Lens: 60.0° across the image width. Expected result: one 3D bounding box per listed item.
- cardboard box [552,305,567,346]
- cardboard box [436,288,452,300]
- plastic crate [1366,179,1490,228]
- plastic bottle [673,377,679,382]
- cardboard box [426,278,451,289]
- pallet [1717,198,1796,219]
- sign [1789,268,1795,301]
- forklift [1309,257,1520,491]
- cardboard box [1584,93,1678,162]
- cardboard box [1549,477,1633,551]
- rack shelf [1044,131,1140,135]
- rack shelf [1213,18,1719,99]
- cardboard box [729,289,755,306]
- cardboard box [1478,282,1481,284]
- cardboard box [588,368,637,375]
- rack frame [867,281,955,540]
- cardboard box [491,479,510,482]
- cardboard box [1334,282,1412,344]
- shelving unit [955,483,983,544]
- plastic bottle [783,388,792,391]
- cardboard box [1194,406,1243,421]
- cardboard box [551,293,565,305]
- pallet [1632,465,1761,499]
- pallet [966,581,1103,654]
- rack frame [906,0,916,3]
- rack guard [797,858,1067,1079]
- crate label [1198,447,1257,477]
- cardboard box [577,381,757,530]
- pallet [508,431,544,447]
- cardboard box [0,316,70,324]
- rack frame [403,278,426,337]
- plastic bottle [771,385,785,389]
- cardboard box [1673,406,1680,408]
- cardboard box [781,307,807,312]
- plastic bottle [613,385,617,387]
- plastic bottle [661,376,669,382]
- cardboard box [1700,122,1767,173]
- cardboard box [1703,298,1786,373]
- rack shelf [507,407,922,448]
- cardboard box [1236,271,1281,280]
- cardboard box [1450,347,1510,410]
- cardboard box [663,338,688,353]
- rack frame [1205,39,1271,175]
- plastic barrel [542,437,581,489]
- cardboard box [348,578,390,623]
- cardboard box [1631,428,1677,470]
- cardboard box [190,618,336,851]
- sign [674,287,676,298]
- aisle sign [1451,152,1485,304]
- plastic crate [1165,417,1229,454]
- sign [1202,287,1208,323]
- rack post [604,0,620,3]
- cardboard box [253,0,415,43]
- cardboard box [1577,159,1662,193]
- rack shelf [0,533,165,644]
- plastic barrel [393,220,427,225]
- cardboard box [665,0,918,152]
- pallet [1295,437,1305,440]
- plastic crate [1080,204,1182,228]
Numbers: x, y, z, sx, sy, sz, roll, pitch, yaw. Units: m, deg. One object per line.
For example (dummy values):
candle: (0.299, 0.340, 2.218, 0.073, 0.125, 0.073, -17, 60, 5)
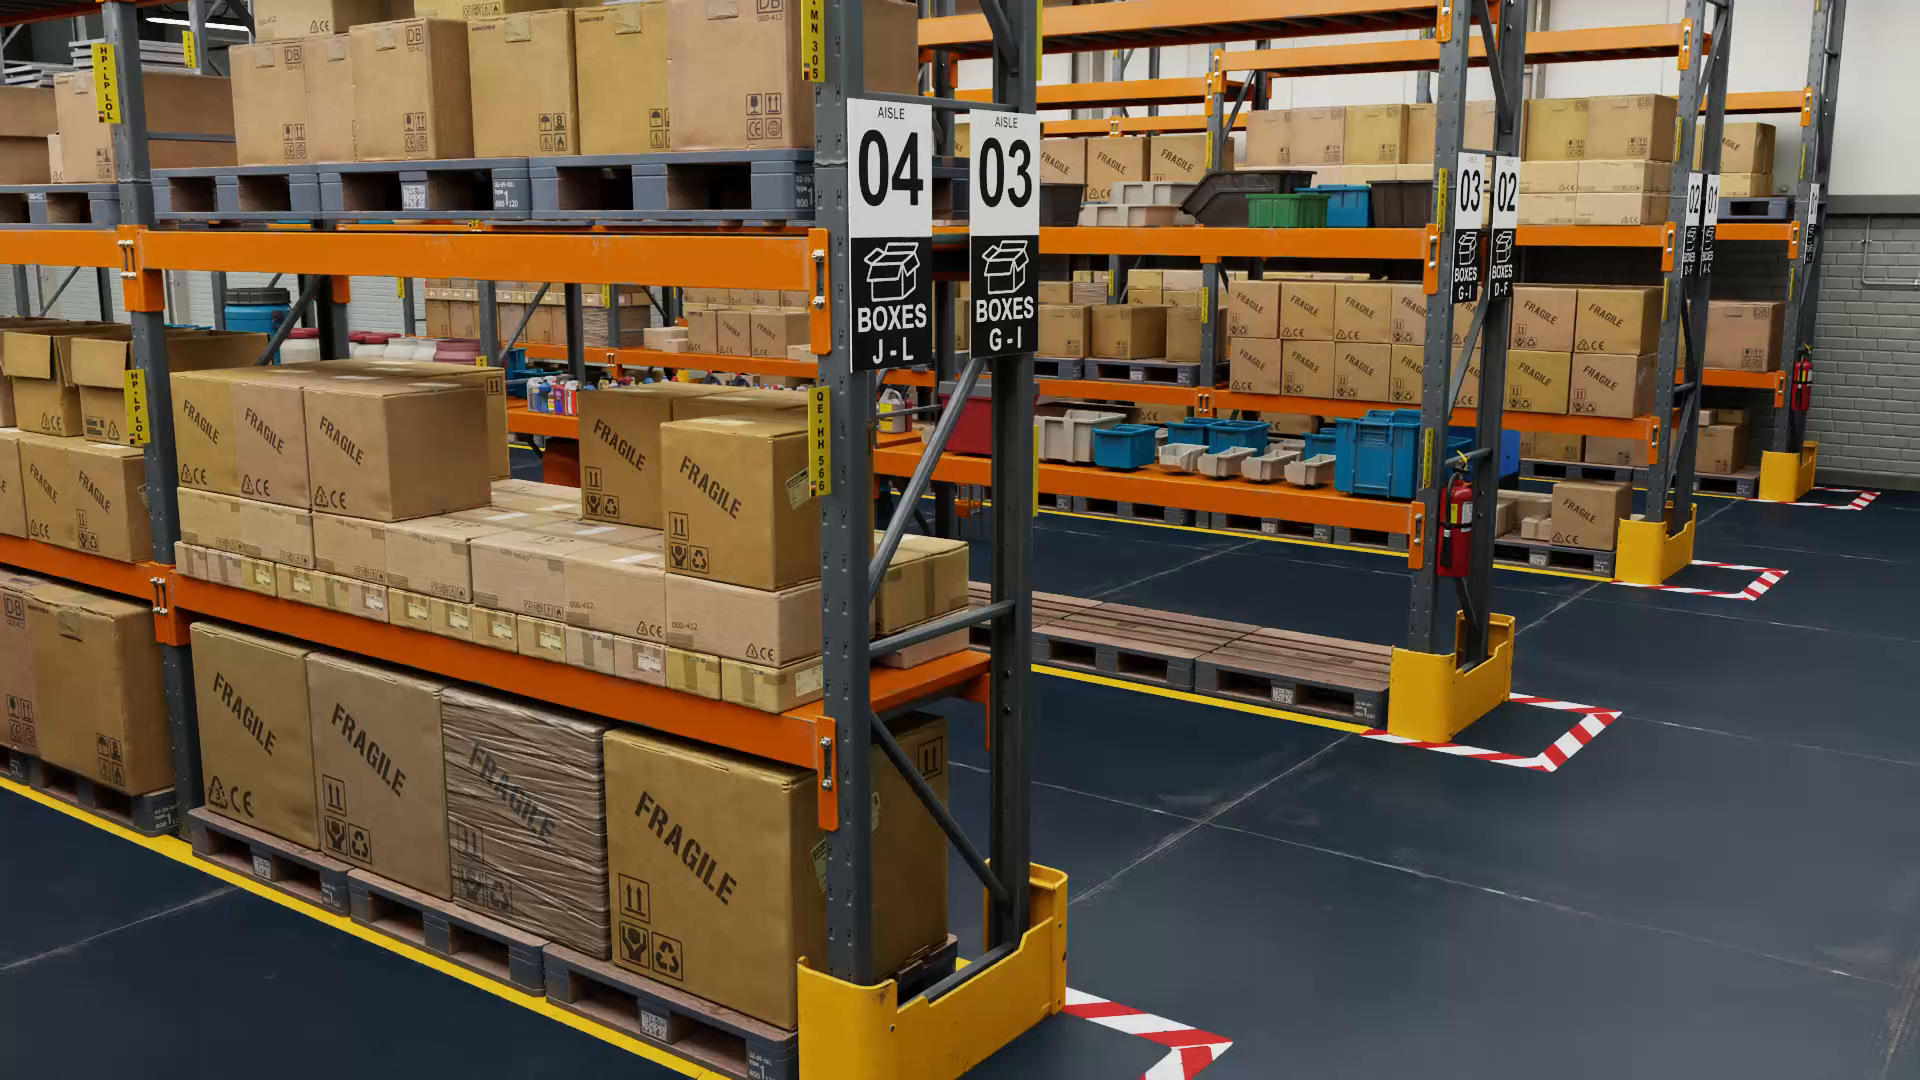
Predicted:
cardboard box: (-4.682, -2.713, 20.892, 0.500, 0.500, 0.700, 8, 13, 35)
cardboard box: (-6.712, -3.267, 22.051, 0.250, 0.149, 0.380, 8, 13, 34)
plastic crate: (2.700, -1.944, 9.628, 0.590, 0.269, 0.497, 8, 13, 36)
plastic bottle: (-2.219, -1.091, 12.899, 0.185, 0.351, 0.144, 8, 13, 36)
cardboard box: (-6.704, -3.632, 22.227, 0.500, 0.500, 0.700, 8, 14, 36)
pallet: (8.106, -3.477, 17.442, 1.213, 0.211, 1.003, 8, 13, 36)
sign: (8.378, -2.569, 16.742, 0.005, 0.325, 0.100, 8, 13, 36)
forklift: (4.240, -1.937, 17.325, 3.031, 2.935, 1.130, 8, 13, 34)
cardboard box: (5.357, -3.275, 13.270, 0.500, 0.500, 0.700, 8, 13, 36)
cardboard box: (5.197, -0.220, 13.690, 0.500, 0.500, 0.500, 8, 13, 36)
rack shelf: (0.650, -5.582, 22.625, 3.809, 0.124, 0.919, 8, 13, 36)
rack shelf: (4.169, -4.023, 14.035, 4.000, 0.370, 1.077, 8, 13, 36)
cardboard box: (-3.174, -3.854, 25.419, 0.500, 0.500, 0.500, 7, 13, 34)
cardboard box: (4.343, -2.009, 14.622, 0.500, 0.500, 0.500, 8, 13, 35)
cardboard box: (-4.487, -1.936, 21.299, 0.500, 0.500, 0.500, 8, 13, 36)
rack frame: (-0.378, -0.899, 11.780, 0.127, 3.000, 1.000, 8, 13, 36)
cardboard box: (-2.380, -0.146, 7.499, 0.500, 0.250, 0.500, 8, 14, 37)
cardboard box: (3.600, -1.985, 14.498, 0.500, 0.500, 0.500, 7, 13, 34)
shelving unit: (0.043, -0.509, 14.899, 0.252, 1.050, 0.215, 8, 13, 36)
plastic bottle: (-1.362, -1.029, 12.780, 0.135, 0.276, 0.152, 8, 13, 36)
cardboard box: (3.479, -1.814, 21.064, 0.750, 0.750, 0.750, 8, 13, 35)
cardboard box: (-4.860, -3.008, 20.712, 0.250, 0.149, 0.380, 8, 13, 35)
pallet: (8.019, -0.675, 17.963, 1.213, 0.211, 1.003, 8, 13, 36)
pallet: (0.237, 0.547, 11.649, 1.213, 0.211, 1.003, 8, 13, 36)
rack frame: (-0.962, -6.261, 23.699, 0.127, 3.000, 1.000, 8, 13, 36)
rack guard: (-0.067, 1.539, 5.760, 0.348, 0.500, 1.175, 8, 13, 36)
crate label: (1.617, -0.476, 10.128, 0.243, 0.136, 0.396, 8, 13, 36)
cardboard box: (-1.137, -0.341, 6.531, 0.500, 0.500, 0.500, 7, 13, 34)
pallet: (-5.495, -1.420, 21.816, 1.213, 0.211, 1.003, 8, 13, 36)
cardboard box: (-5.431, -0.974, 9.262, 0.637, 0.503, 0.797, 8, 14, 37)
rack frame: (-7.115, -3.006, 22.672, 0.127, 3.000, 1.000, 8, 13, 36)
plastic bottle: (-1.459, -1.079, 13.036, 0.135, 0.276, 0.152, 8, 13, 36)
cardboard box: (7.669, -1.342, 17.838, 0.250, 0.149, 0.380, 8, 14, 37)
cardboard box: (-2.335, -3.370, 24.893, 0.500, 0.250, 0.500, 8, 13, 35)
plastic bottle: (-2.701, -1.077, 13.040, 0.097, 0.271, 0.097, 0, 11, 0)
plastic bottle: (-2.442, -1.220, 13.778, 0.097, 0.271, 0.097, 0, 11, 0)
cardboard box: (7.958, -4.029, 17.114, 0.500, 0.500, 0.500, 8, 13, 35)
cardboard box: (8.293, -2.169, 17.556, 0.700, 0.700, 0.980, 9, 14, 38)
rack shelf: (-1.990, -0.771, 13.011, 4.000, 0.370, 1.077, 8, 13, 36)
cardboard box: (3.729, -3.176, 20.475, 0.500, 0.250, 0.500, 8, 13, 34)
cardboard box: (4.440, -1.380, 14.002, 0.500, 0.500, 0.500, 8, 14, 36)
cardboard box: (-3.298, -2.302, 19.694, 0.250, 0.149, 0.380, 8, 13, 36)
rack frame: (2.557, -4.602, 15.128, 0.127, 3.000, 1.000, 8, 13, 36)
plastic barrel: (-3.198, -0.437, 14.000, 0.708, 0.830, 0.600, 8, 13, 36)
cardboard box: (-2.223, 0.212, 6.697, 0.250, 0.149, 0.380, 8, 14, 36)
cardboard box: (7.683, -1.065, 18.112, 0.500, 0.500, 0.700, 8, 13, 35)
cardboard box: (-2.825, 0.782, 7.576, 0.875, 0.875, 0.875, 8, 13, 36)
sign: (-3.578, -3.170, 20.680, 0.005, 0.325, 0.100, 8, 13, 36)
aisle sign: (2.730, -1.673, 8.935, 0.004, 0.787, 0.394, 8, 13, 36)
plastic crate: (1.539, -0.657, 10.810, 0.300, 0.233, 0.416, 8, 13, 36)
sign: (2.231, -2.140, 15.147, 0.005, 0.325, 0.100, 8, 13, 36)
rack post: (-2.994, -4.182, 13.154, 0.937, 0.300, 0.954, 8, 13, 36)
cardboard box: (-2.556, -2.179, 6.894, 0.500, 0.250, 0.500, 7, 13, 32)
cardboard box: (5.216, -2.871, 13.152, 0.500, 0.250, 0.500, 8, 13, 36)
rack shelf: (-4.922, -0.013, 9.092, 4.000, 0.370, 1.077, 8, 13, 36)
plastic barrel: (-4.765, -2.861, 14.387, 0.301, 0.262, 0.301, 0, 11, 0)
cardboard box: (-0.537, -1.519, 5.452, 0.500, 0.500, 0.700, 7, 13, 32)
pallet: (4.819, -1.122, 20.274, 1.213, 0.211, 1.003, 8, 13, 36)
plastic crate: (1.034, -1.987, 10.200, 0.530, 0.136, 0.437, 8, 13, 36)
